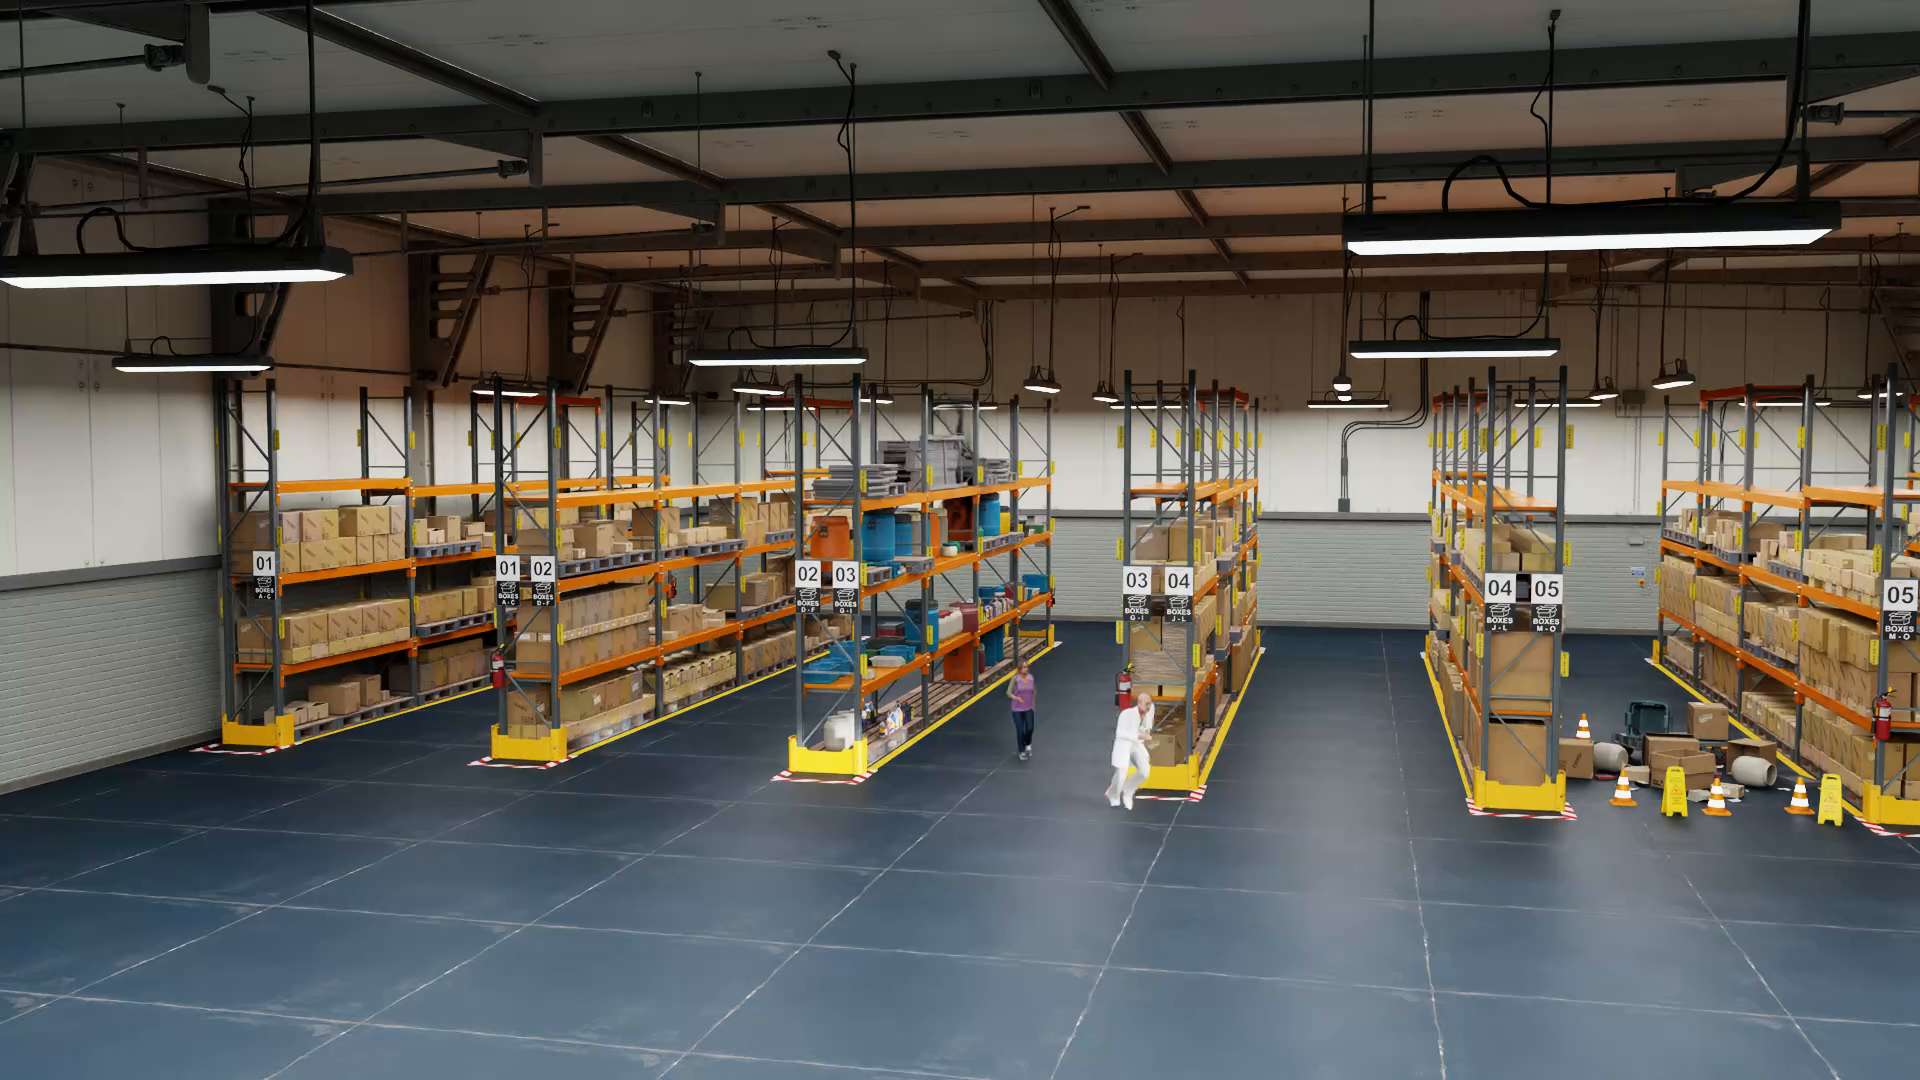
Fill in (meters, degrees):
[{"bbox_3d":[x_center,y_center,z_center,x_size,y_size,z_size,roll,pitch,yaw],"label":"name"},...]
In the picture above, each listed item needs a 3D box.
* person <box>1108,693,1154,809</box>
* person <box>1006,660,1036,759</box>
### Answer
[{"bbox_3d":[2.347,2.839,22.449,0.744,1.627,1.006,-2,4,-31],"label":"person"},{"bbox_3d":[0.987,2.661,25.938,0.519,1.565,0.552,-1,4,-14],"label":"person"}]
